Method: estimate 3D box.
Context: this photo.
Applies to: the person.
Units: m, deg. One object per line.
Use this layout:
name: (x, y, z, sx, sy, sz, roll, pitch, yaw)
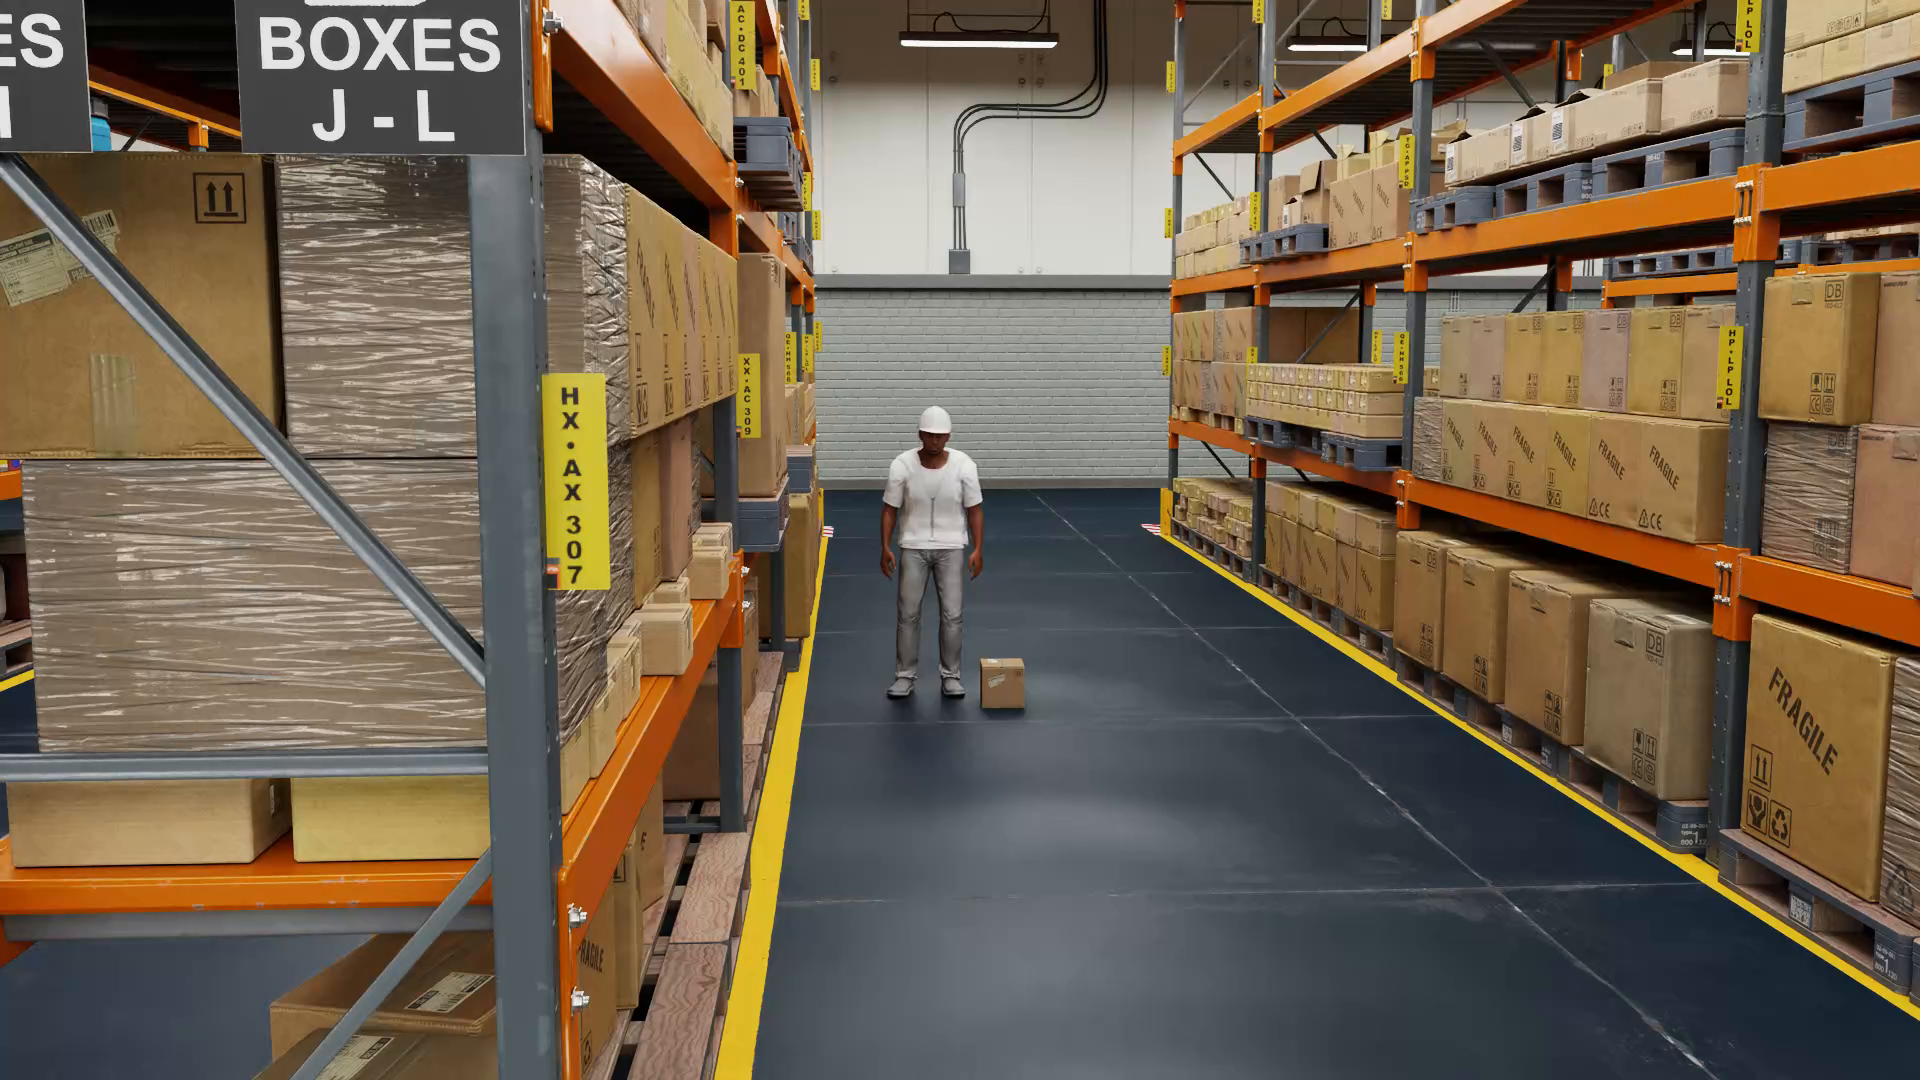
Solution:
person: (-0.171, 0.068, 10.094, 0.628, 1.761, 0.456, 0, 7, 0)
